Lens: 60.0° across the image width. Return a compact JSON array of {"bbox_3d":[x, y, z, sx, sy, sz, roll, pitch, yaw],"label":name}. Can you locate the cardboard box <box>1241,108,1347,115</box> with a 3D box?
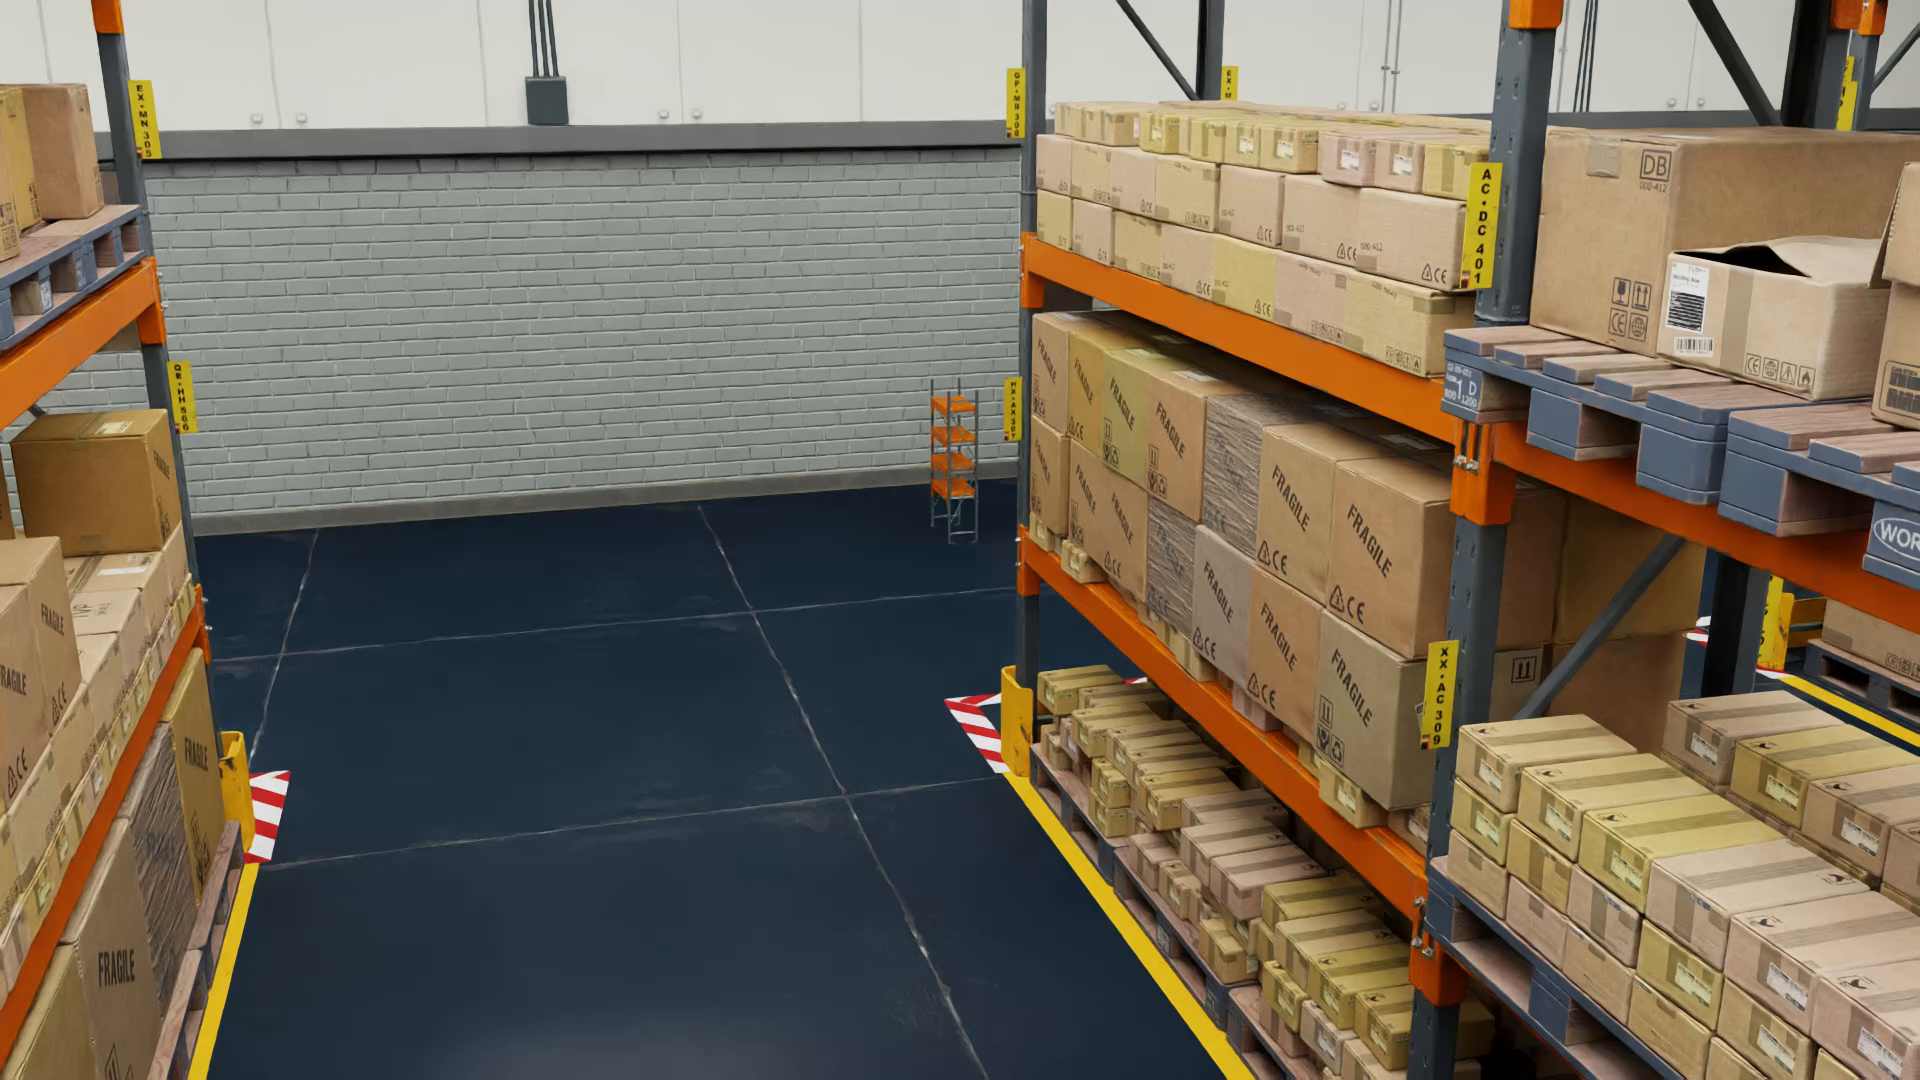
[{"bbox_3d":[1.401,-1.733,6.993,0.380,0.149,0.250,-5,17,-17],"label":"cardboard box"}]

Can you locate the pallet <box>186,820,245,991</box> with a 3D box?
[{"bbox_3d":[-3.707,1.622,7.187,1.003,0.211,1.213,-5,17,-15],"label":"pallet"}]

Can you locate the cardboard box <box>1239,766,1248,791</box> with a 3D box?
[{"bbox_3d":[1.513,1.138,7.658,0.380,0.149,0.250,-4,17,-14],"label":"cardboard box"}]

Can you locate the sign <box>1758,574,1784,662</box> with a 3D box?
[{"bbox_3d":[2.426,0.214,5.013,0.100,0.325,0.005,-5,17,-15],"label":"sign"}]

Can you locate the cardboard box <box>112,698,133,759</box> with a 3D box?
[{"bbox_3d":[-3.168,0.687,5.889,0.380,0.149,0.250,-4,17,-14],"label":"cardboard box"}]

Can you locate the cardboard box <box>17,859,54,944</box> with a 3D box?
[{"bbox_3d":[-2.810,1.044,4.699,0.380,0.149,0.250,-4,17,-13],"label":"cardboard box"}]

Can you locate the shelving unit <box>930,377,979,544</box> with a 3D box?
[{"bbox_3d":[-0.045,-0.620,12.932,0.258,1.200,0.503,-5,17,-15],"label":"shelving unit"}]

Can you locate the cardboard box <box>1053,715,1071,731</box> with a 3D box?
[{"bbox_3d":[0.691,0.894,8.471,0.380,0.149,0.250,-4,17,-13],"label":"cardboard box"}]

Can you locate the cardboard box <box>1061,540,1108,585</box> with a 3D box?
[{"bbox_3d":[0.700,0.088,7.880,0.380,0.149,0.250,-5,17,-17],"label":"cardboard box"}]

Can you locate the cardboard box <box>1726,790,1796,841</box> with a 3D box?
[{"bbox_3d":[2.266,0.757,4.407,0.380,0.149,0.250,-5,17,-15],"label":"cardboard box"}]

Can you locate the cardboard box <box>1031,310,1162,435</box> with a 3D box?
[{"bbox_3d":[0.662,-0.817,8.030,0.500,0.500,0.500,-5,17,-16],"label":"cardboard box"}]

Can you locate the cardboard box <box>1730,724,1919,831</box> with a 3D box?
[{"bbox_3d":[2.266,0.617,4.355,0.380,0.149,0.250,-5,17,-17],"label":"cardboard box"}]

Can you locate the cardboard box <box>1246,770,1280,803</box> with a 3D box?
[{"bbox_3d":[1.494,1.076,7.346,0.380,0.149,0.250,-5,18,-17],"label":"cardboard box"}]

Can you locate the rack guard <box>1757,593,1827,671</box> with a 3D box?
[{"bbox_3d":[5.519,0.478,10.492,1.175,0.500,0.348,-5,17,-15],"label":"rack guard"}]

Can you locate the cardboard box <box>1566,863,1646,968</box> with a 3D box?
[{"bbox_3d":[1.704,0.878,4.004,0.380,0.149,0.250,-4,17,-14],"label":"cardboard box"}]

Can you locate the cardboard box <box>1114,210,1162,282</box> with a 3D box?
[{"bbox_3d":[0.966,-1.226,6.866,0.500,0.250,0.500,-5,18,-17],"label":"cardboard box"}]

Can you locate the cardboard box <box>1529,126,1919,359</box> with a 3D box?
[{"bbox_3d":[1.892,-0.759,4.146,0.700,0.500,0.500,-5,17,-15],"label":"cardboard box"}]

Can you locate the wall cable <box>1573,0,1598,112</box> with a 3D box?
[{"bbox_3d":[7.105,-5.423,15.299,2.988,3.039,0.133,-5,17,-15],"label":"wall cable"}]

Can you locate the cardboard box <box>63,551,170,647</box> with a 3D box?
[{"bbox_3d":[-3.475,0.254,6.637,0.500,0.250,0.500,-5,17,-16],"label":"cardboard box"}]

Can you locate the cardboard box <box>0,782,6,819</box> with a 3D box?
[{"bbox_3d":[-2.789,0.595,4.197,0.500,0.500,0.500,-5,17,-15],"label":"cardboard box"}]

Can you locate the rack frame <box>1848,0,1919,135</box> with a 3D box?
[{"bbox_3d":[5.526,-3.586,9.247,1.000,3.000,0.127,-5,17,-15],"label":"rack frame"}]

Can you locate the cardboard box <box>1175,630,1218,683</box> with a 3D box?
[{"bbox_3d":[1.091,0.446,6.689,0.380,0.149,0.250,-4,17,-14],"label":"cardboard box"}]

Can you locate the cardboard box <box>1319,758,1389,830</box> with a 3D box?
[{"bbox_3d":[1.414,0.810,5.477,0.380,0.149,0.250,-5,17,-17],"label":"cardboard box"}]

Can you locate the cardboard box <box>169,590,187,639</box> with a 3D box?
[{"bbox_3d":[-3.515,0.336,7.058,0.380,0.149,0.250,-5,17,-15],"label":"cardboard box"}]

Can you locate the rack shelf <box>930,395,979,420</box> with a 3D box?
[{"bbox_3d":[-0.045,-0.997,12.819,0.258,0.148,0.480,-5,17,-15],"label":"rack shelf"}]

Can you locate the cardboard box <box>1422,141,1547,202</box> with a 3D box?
[{"bbox_3d":[1.544,-1.047,4.707,0.380,0.149,0.250,-6,18,-18],"label":"cardboard box"}]

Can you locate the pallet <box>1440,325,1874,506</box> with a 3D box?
[{"bbox_3d":[1.961,-0.354,4.029,1.213,0.211,1.003,-5,17,-15],"label":"pallet"}]

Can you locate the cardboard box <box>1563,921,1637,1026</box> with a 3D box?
[{"bbox_3d":[1.706,1.023,4.037,0.380,0.149,0.250,-5,17,-15],"label":"cardboard box"}]

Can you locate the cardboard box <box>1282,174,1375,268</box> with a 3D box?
[{"bbox_3d":[1.390,-1.043,5.389,0.500,0.250,0.500,-5,18,-18],"label":"cardboard box"}]

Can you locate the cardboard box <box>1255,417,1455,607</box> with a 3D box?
[{"bbox_3d":[1.357,-0.107,5.666,0.500,0.500,0.500,-5,18,-17],"label":"cardboard box"}]

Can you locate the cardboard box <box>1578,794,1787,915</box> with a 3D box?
[{"bbox_3d":[1.710,0.741,3.945,0.380,0.149,0.250,-5,17,-15],"label":"cardboard box"}]

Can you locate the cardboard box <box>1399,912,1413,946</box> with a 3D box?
[{"bbox_3d":[1.862,1.434,6.156,0.380,0.149,0.250,-5,17,-16],"label":"cardboard box"}]

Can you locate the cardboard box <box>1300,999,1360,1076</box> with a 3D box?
[{"bbox_3d":[1.415,1.699,5.790,0.380,0.149,0.250,-6,18,-18],"label":"cardboard box"}]

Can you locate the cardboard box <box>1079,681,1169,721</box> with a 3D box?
[{"bbox_3d":[0.803,0.825,8.184,0.380,0.149,0.250,-4,17,-14],"label":"cardboard box"}]

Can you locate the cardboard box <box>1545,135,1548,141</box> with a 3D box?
[{"bbox_3d":[2.004,-1.159,5.082,0.380,0.149,0.250,-5,18,-18],"label":"cardboard box"}]

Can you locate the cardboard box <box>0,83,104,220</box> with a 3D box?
[{"bbox_3d":[-3.808,-1.523,6.516,0.700,0.500,0.500,-6,18,-19],"label":"cardboard box"}]

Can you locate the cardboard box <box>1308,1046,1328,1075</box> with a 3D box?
[{"bbox_3d":[1.467,1.817,5.913,0.380,0.149,0.250,-4,17,-14],"label":"cardboard box"}]

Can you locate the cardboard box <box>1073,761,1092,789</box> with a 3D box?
[{"bbox_3d":[0.781,1.107,8.277,0.380,0.149,0.250,-5,17,-15],"label":"cardboard box"}]

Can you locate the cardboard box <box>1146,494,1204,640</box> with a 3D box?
[{"bbox_3d":[1.092,0.086,6.762,0.500,0.500,0.500,-5,17,-17],"label":"cardboard box"}]

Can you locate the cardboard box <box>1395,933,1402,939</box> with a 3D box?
[{"bbox_3d":[1.773,1.507,6.429,0.380,0.149,0.250,-6,18,-18],"label":"cardboard box"}]

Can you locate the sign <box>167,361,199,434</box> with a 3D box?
[{"bbox_3d":[-3.477,-0.636,7.431,0.100,0.325,0.005,-5,17,-15],"label":"sign"}]

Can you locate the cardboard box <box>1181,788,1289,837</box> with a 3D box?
[{"bbox_3d":[1.153,1.182,6.993,0.380,0.149,0.250,-5,17,-15],"label":"cardboard box"}]

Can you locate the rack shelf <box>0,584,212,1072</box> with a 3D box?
[{"bbox_3d":[-3.453,0.969,5.763,1.077,0.370,4.000,-5,17,-15],"label":"rack shelf"}]

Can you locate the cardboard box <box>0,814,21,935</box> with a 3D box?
[{"bbox_3d":[-2.780,0.956,4.298,0.500,0.250,0.500,-5,17,-16],"label":"cardboard box"}]

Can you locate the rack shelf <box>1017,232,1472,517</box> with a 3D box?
[{"bbox_3d":[1.344,-0.832,6.544,1.077,0.370,4.000,-5,17,-15],"label":"rack shelf"}]

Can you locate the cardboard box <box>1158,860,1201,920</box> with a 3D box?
[{"bbox_3d":[1.068,1.468,7.076,0.380,0.149,0.250,-5,17,-15],"label":"cardboard box"}]

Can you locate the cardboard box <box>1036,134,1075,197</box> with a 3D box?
[{"bbox_3d":[0.668,-1.753,7.750,0.500,0.250,0.500,-4,17,-14],"label":"cardboard box"}]

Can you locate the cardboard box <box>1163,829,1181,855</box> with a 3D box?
[{"bbox_3d":[1.110,1.252,7.279,0.380,0.149,0.250,-4,17,-12],"label":"cardboard box"}]

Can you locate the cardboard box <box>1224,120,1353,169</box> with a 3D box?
[{"bbox_3d":[1.165,-1.402,5.892,0.380,0.149,0.250,-5,17,-16],"label":"cardboard box"}]

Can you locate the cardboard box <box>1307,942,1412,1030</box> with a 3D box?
[{"bbox_3d":[1.437,1.547,5.779,0.380,0.149,0.250,-4,17,-15],"label":"cardboard box"}]

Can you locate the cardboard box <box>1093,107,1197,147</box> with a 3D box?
[{"bbox_3d":[0.788,-1.761,7.084,0.380,0.149,0.250,-4,17,-14],"label":"cardboard box"}]

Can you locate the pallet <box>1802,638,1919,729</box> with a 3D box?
[{"bbox_3d":[5.821,0.838,9.795,1.003,0.211,1.213,-5,17,-15],"label":"pallet"}]
